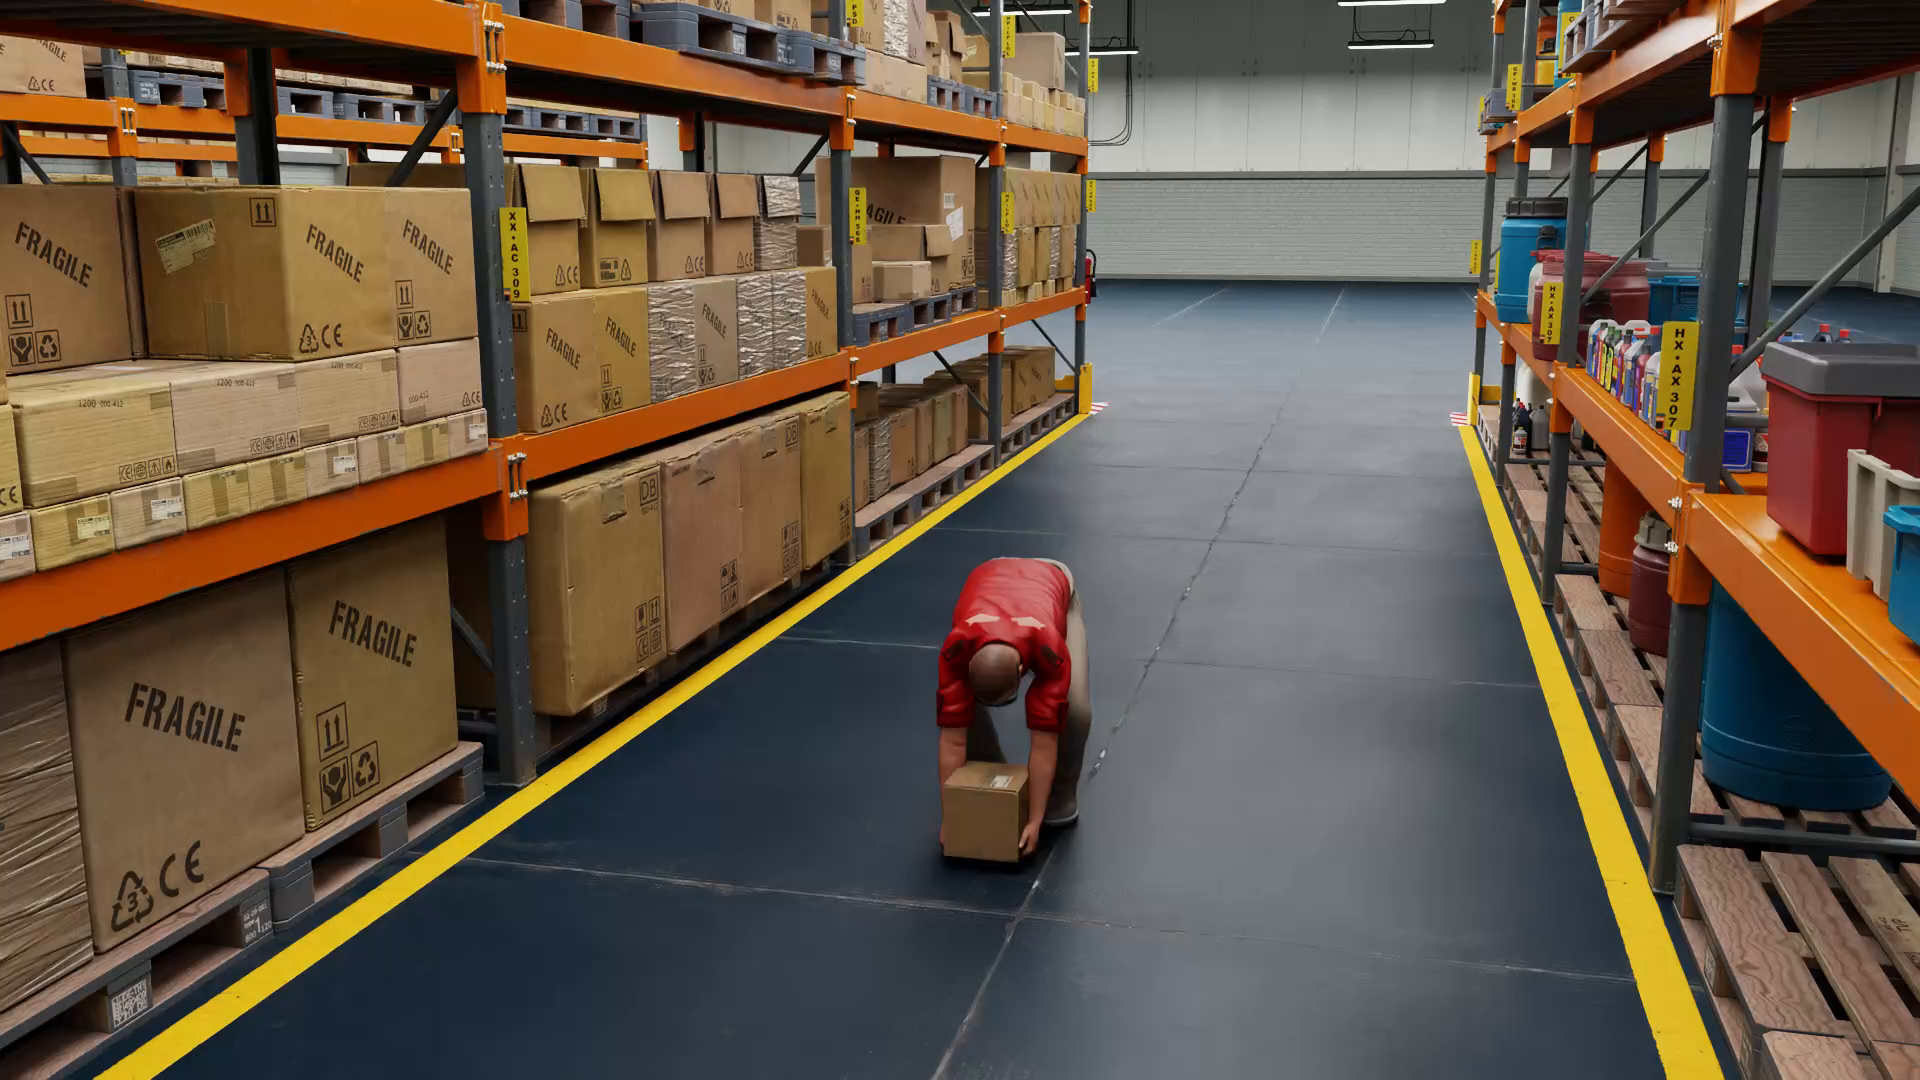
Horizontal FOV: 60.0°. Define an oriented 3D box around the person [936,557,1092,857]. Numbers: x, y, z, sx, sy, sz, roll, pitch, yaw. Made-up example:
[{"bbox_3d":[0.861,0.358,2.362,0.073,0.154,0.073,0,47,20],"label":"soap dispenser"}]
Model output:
[{"bbox_3d":[0.182,0.560,5.750,0.540,0.922,0.956,2,12,11],"label":"person"}]
